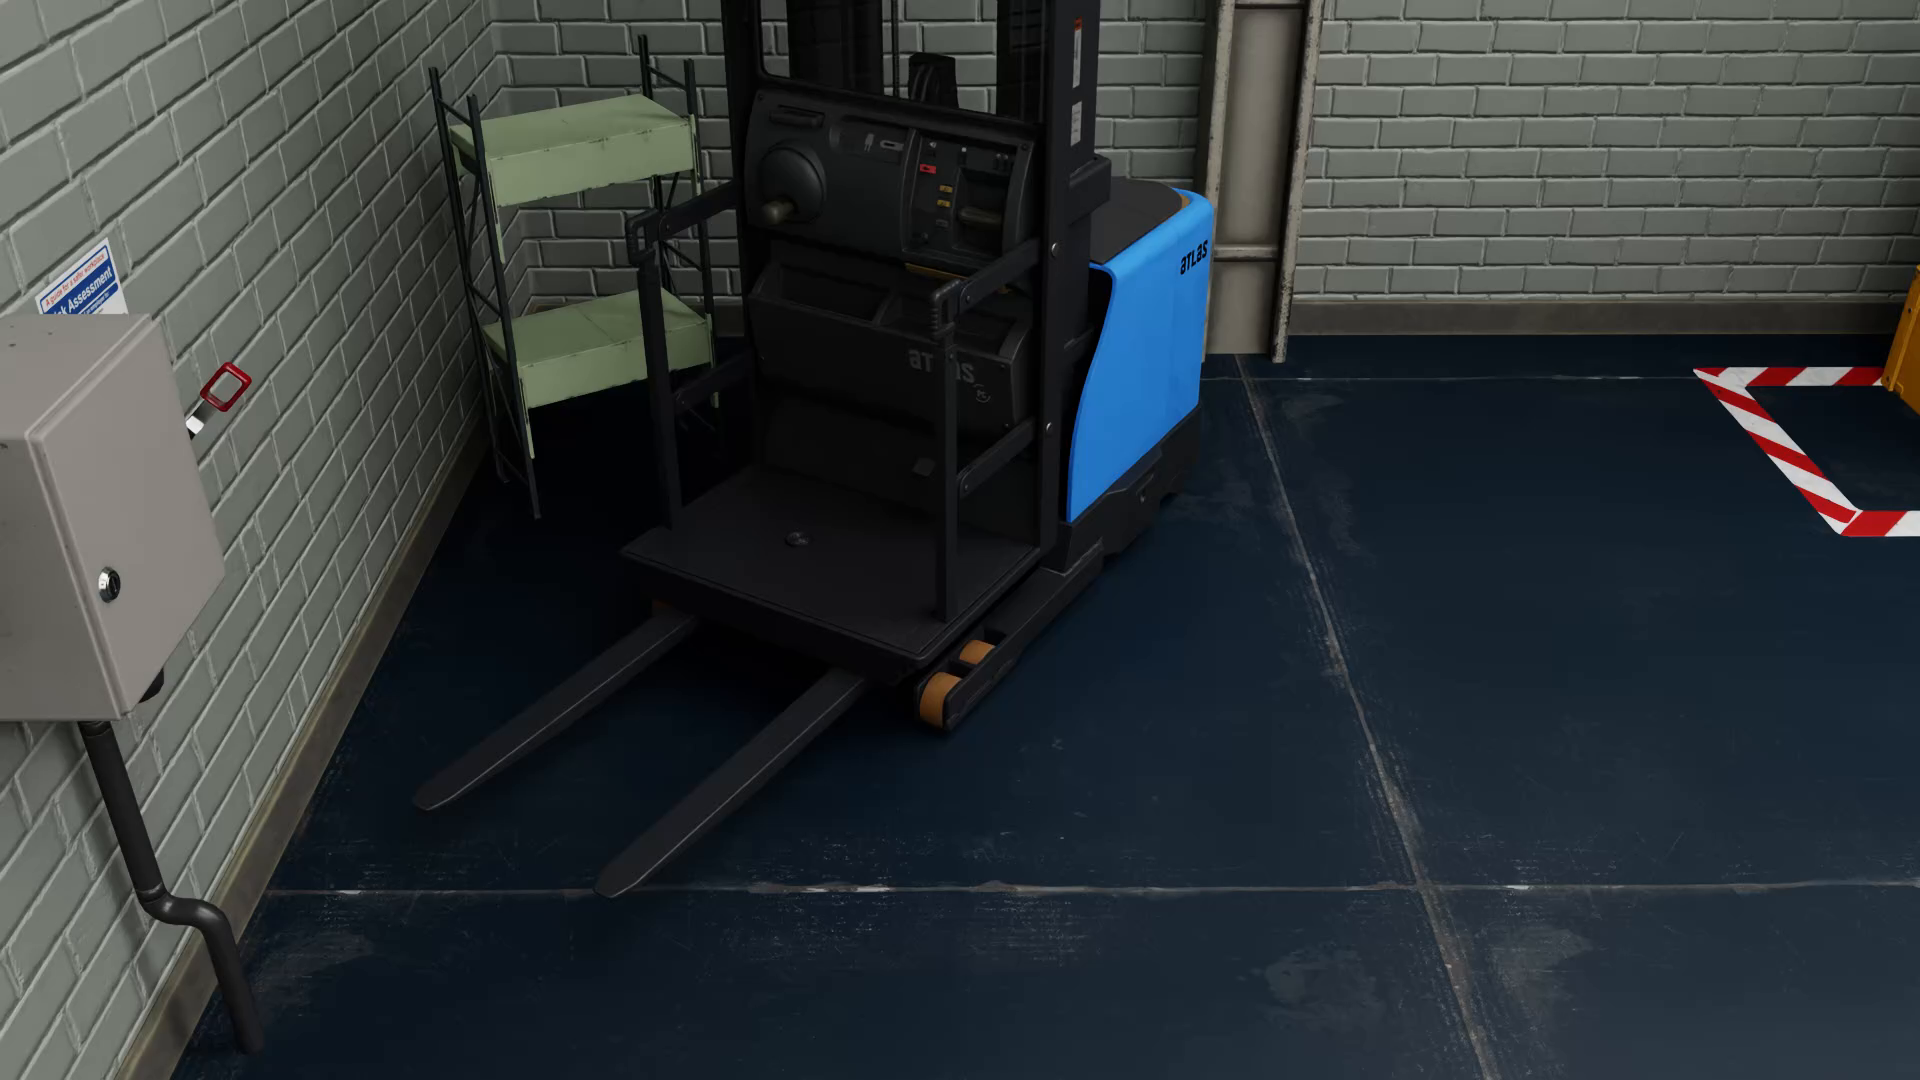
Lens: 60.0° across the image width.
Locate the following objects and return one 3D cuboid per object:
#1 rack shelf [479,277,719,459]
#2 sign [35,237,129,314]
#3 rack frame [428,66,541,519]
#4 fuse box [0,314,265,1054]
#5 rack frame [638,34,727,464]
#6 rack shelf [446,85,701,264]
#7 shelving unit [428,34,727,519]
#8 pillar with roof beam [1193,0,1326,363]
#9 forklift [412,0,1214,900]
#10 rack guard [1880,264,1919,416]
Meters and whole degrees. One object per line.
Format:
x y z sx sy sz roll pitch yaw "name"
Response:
-1.296 -0.630 5.971 0.720 0.370 0.431 -19 36 -28 "rack shelf"
-1.814 -0.349 3.525 0.001 0.494 0.329 0 31 0 "sign"
-1.602 -0.804 5.629 0.023 1.500 0.400 -19 36 -28 "rack frame"
-1.604 0.417 3.414 0.414 1.711 0.539 0 31 0 "fuse box"
-0.991 -1.013 5.974 0.023 1.500 0.400 -19 36 -28 "rack frame"
-1.296 -1.242 5.599 0.720 0.370 0.431 -19 36 -28 "rack shelf"
-1.296 -0.909 5.802 0.755 1.500 0.431 -19 36 -28 "shelving unit"
1.192 -2.439 1.095 0.400 9.000 9.100 0 31 0 "pillar with roof beam"
-0.324 -0.976 4.533 1.130 2.935 3.031 17 35 26 "forklift"
3.944 -0.580 6.224 0.348 0.500 1.175 0 31 0 "rack guard"
